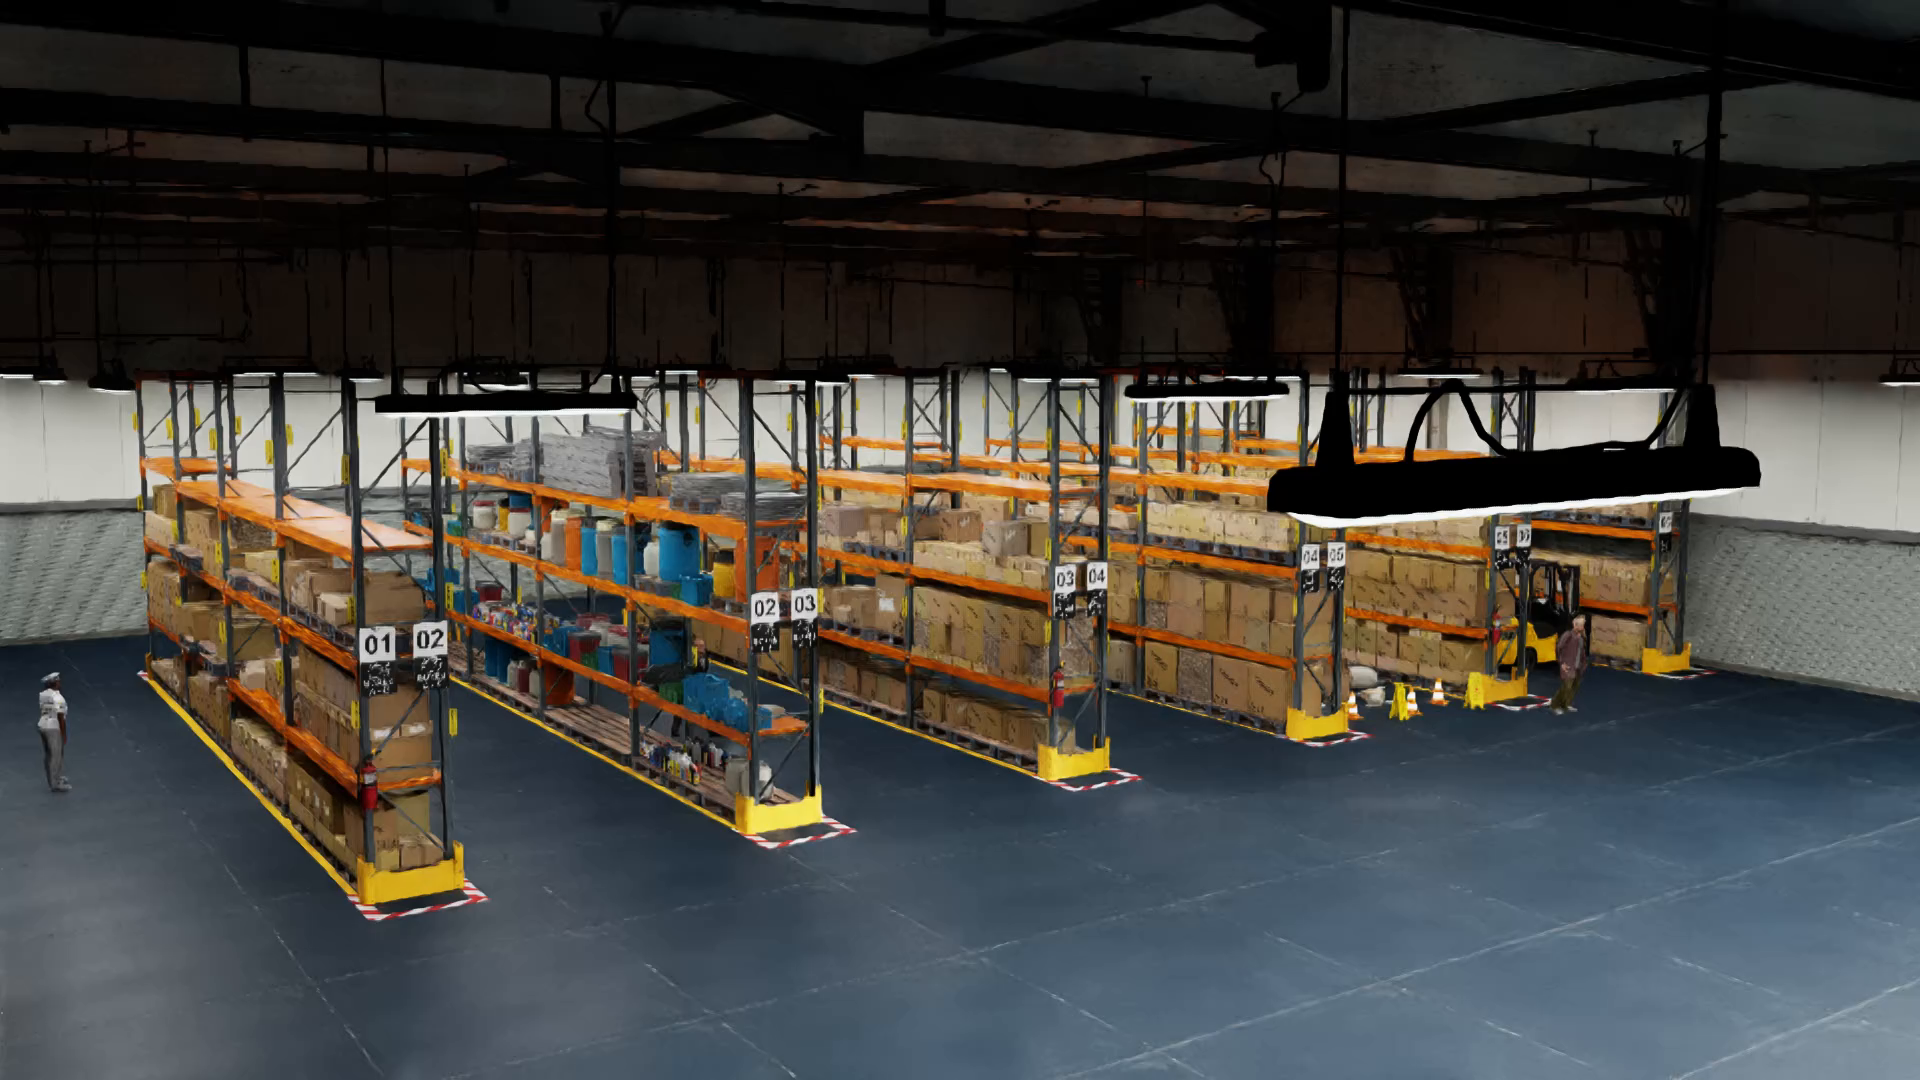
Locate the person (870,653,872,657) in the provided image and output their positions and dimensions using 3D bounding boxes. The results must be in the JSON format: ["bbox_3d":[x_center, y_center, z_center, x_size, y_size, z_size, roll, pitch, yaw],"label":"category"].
[{"bbox_3d":[-2.057,1.773,33.624,0.417,1.517,1.036,-4,8,-31],"label":"person"}]

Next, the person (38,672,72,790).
[{"bbox_3d":[-13.131,2.768,24.169,0.551,1.671,0.440,4,8,31],"label":"person"}]

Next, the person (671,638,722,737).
[{"bbox_3d":[-4.359,2.421,27.328,0.842,1.663,0.674,5,8,39],"label":"person"}]

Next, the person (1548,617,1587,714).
[{"bbox_3d":[10.682,2.187,29.174,0.729,1.733,0.544,-4,8,-34],"label":"person"}]
